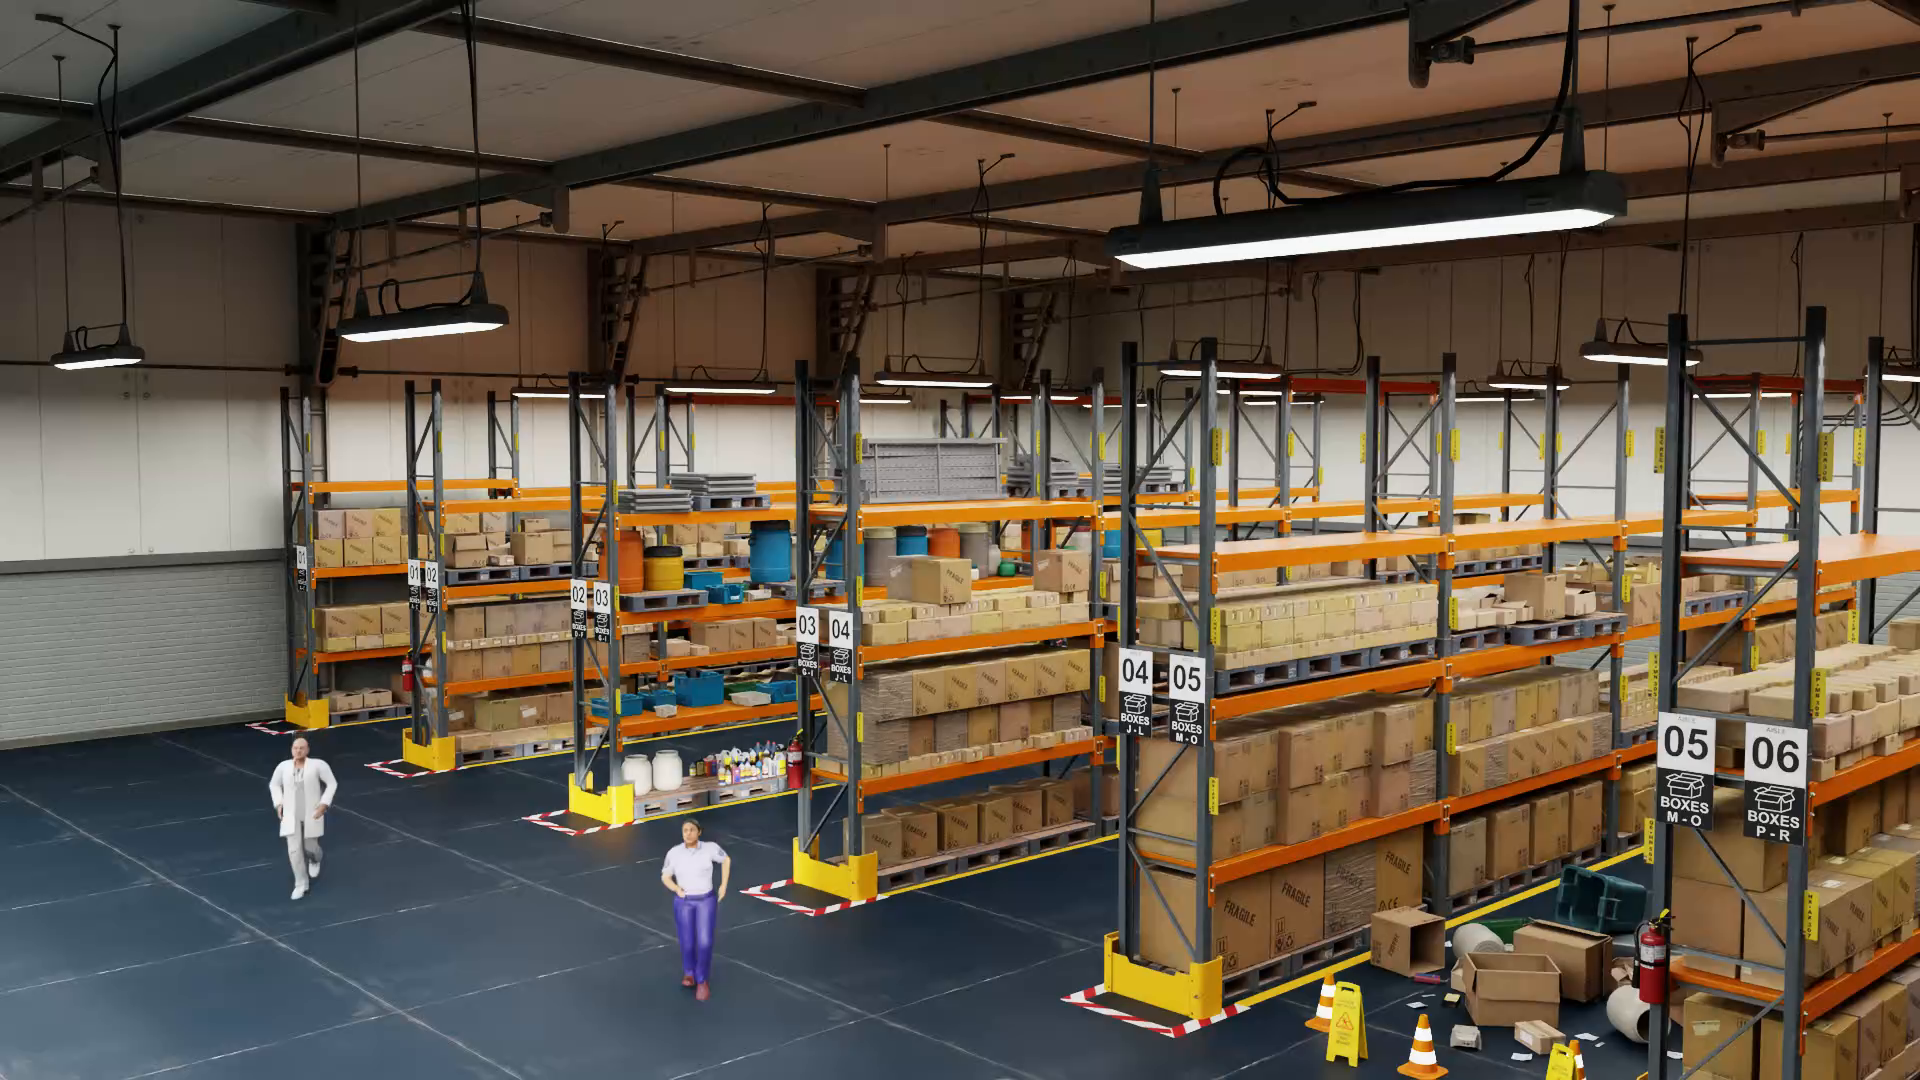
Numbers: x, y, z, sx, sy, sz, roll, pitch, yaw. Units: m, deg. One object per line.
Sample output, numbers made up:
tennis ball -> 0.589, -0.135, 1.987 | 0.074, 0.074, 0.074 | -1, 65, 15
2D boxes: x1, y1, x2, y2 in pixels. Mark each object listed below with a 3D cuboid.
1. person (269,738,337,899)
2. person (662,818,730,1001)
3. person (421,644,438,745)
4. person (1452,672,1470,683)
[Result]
person -> -7.428, 3.099, 18.818 | 0.731, 1.755, 0.817 | -1, 4, -13
person -> -2.438, 3.386, 15.319 | 0.607, 1.662, 0.696 | 0, 4, -2
person -> -8.711, 2.570, 27.681 | 0.586, 1.725, 0.711 | 3, 5, 37
person -> 7.406, 2.679, 24.822 | 0.664, 1.784, 0.971 | 3, 5, 41
